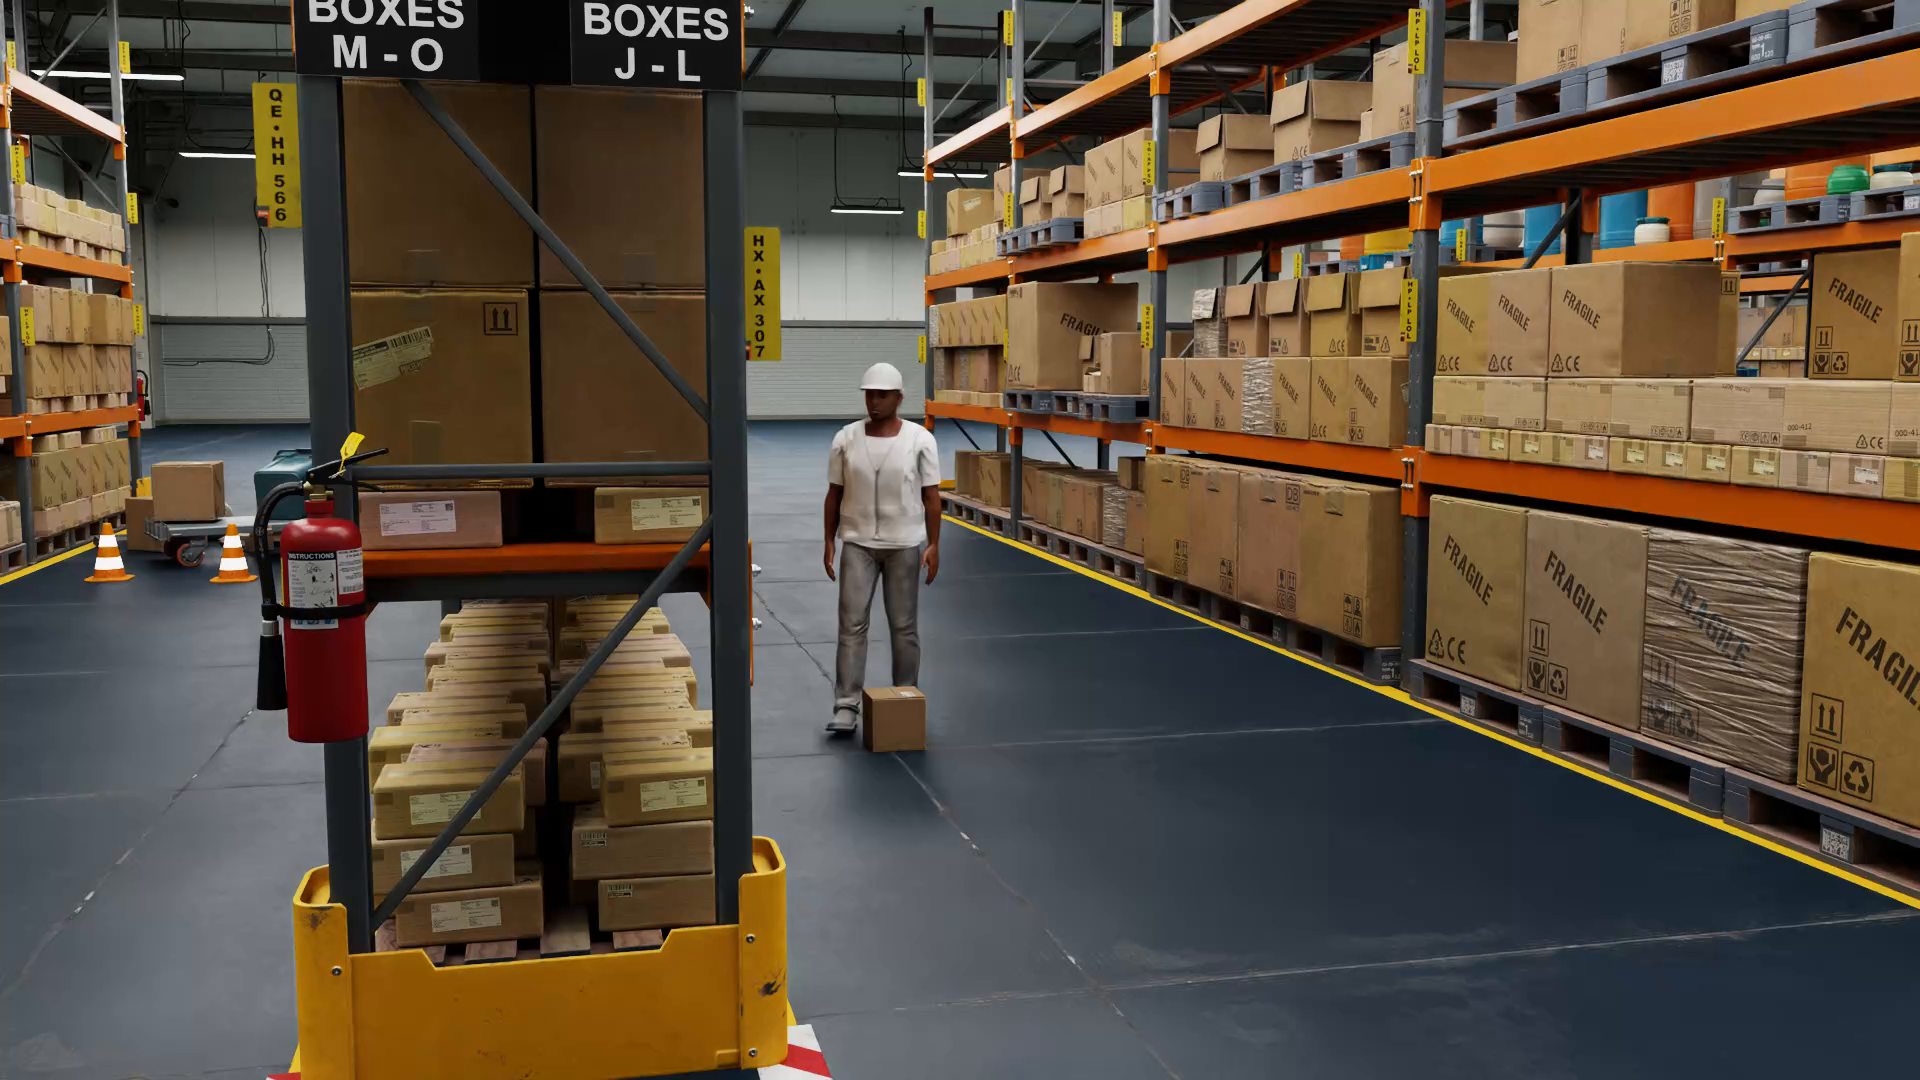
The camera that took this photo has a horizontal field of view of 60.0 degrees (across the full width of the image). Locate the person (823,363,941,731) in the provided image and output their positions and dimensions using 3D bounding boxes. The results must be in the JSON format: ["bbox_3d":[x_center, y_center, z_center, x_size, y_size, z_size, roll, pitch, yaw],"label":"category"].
[{"bbox_3d":[-0.392,0.034,8.001,0.577,1.761,0.625,1,6,5],"label":"person"}]
